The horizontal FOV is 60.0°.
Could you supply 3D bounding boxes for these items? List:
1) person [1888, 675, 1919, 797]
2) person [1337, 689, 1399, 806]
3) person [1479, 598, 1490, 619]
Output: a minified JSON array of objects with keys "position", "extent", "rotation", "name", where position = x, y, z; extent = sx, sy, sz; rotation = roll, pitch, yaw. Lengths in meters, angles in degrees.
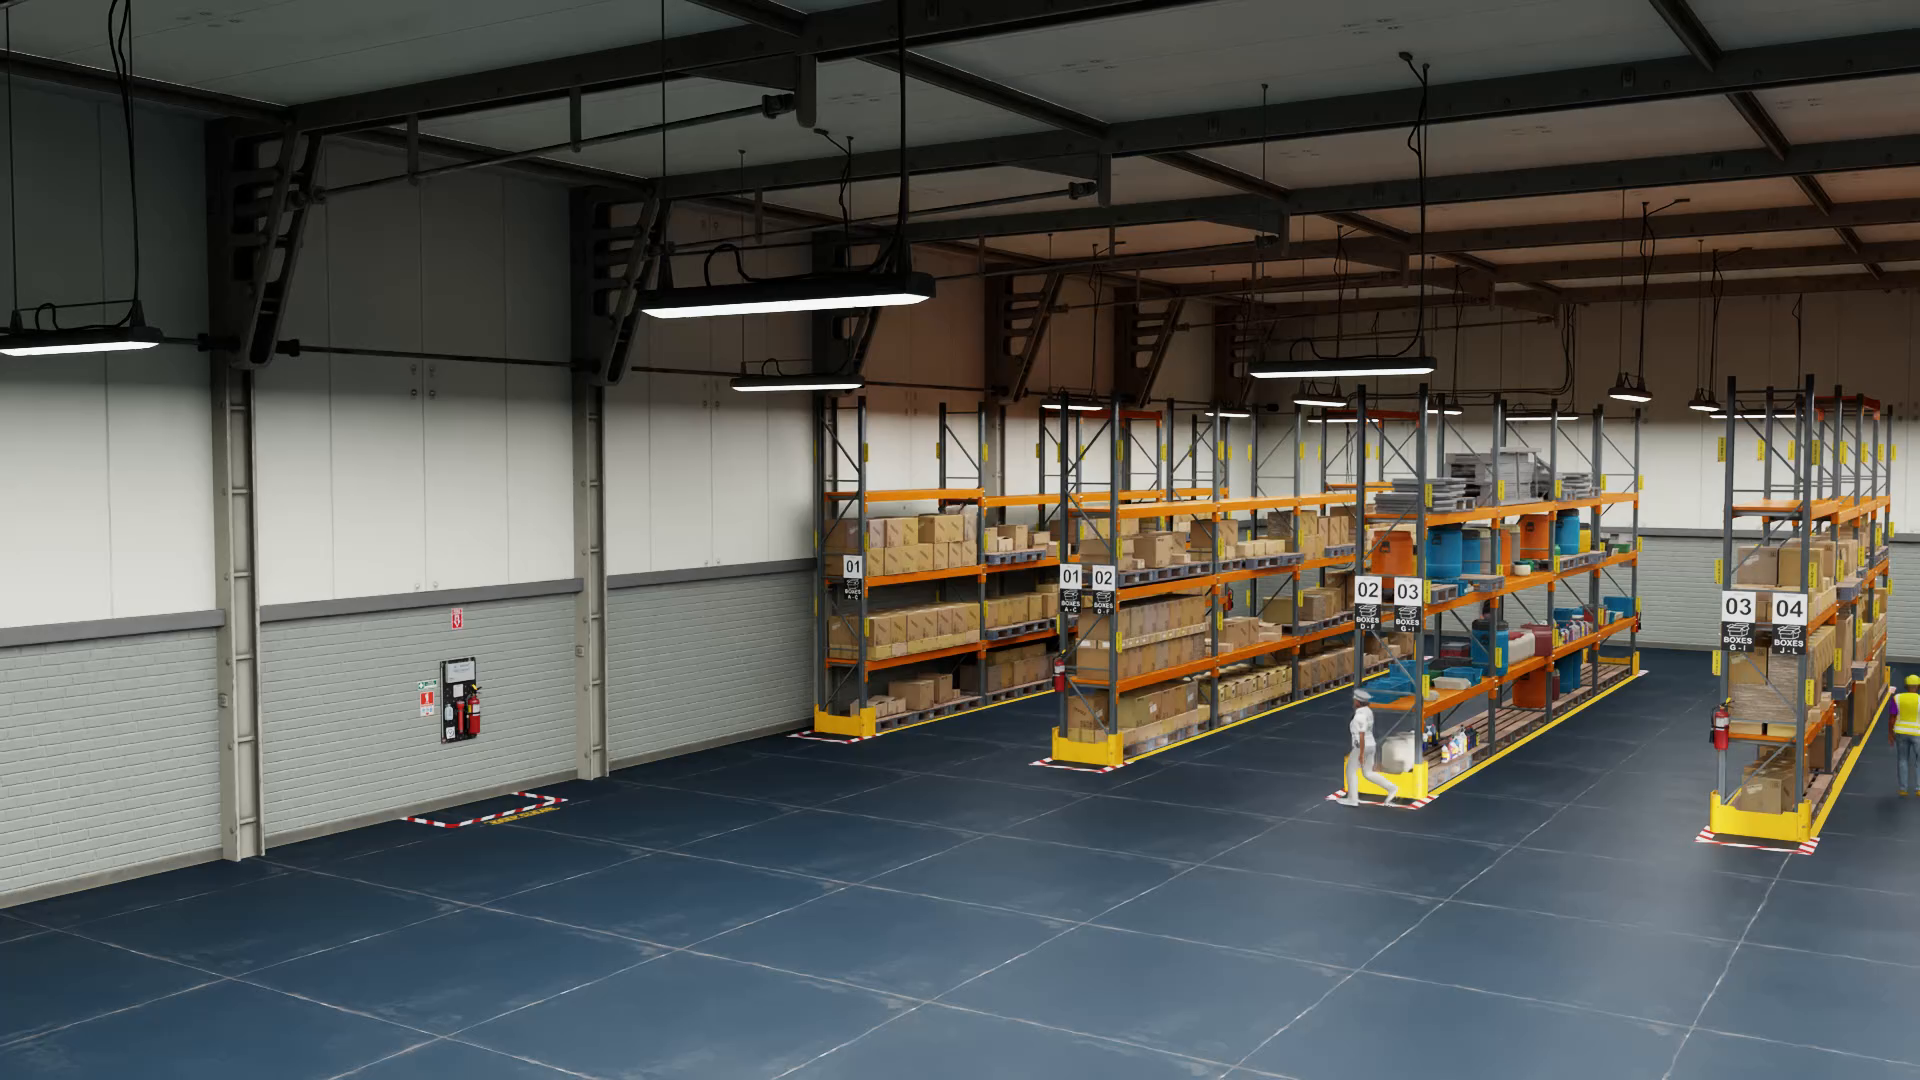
[{"position":[13.874,2.856,24.184],"extent":[0.674,1.780,0.458],"rotation":[3,4,43],"name":"person"},{"position":[5.760,2.931,23.449],"extent":[0.842,1.646,0.482],"rotation":[2,3,30],"name":"person"},{"position":[13.881,1.922,43.403],"extent":[0.526,1.610,1.056],"rotation":[-1,3,-25],"name":"person"}]
